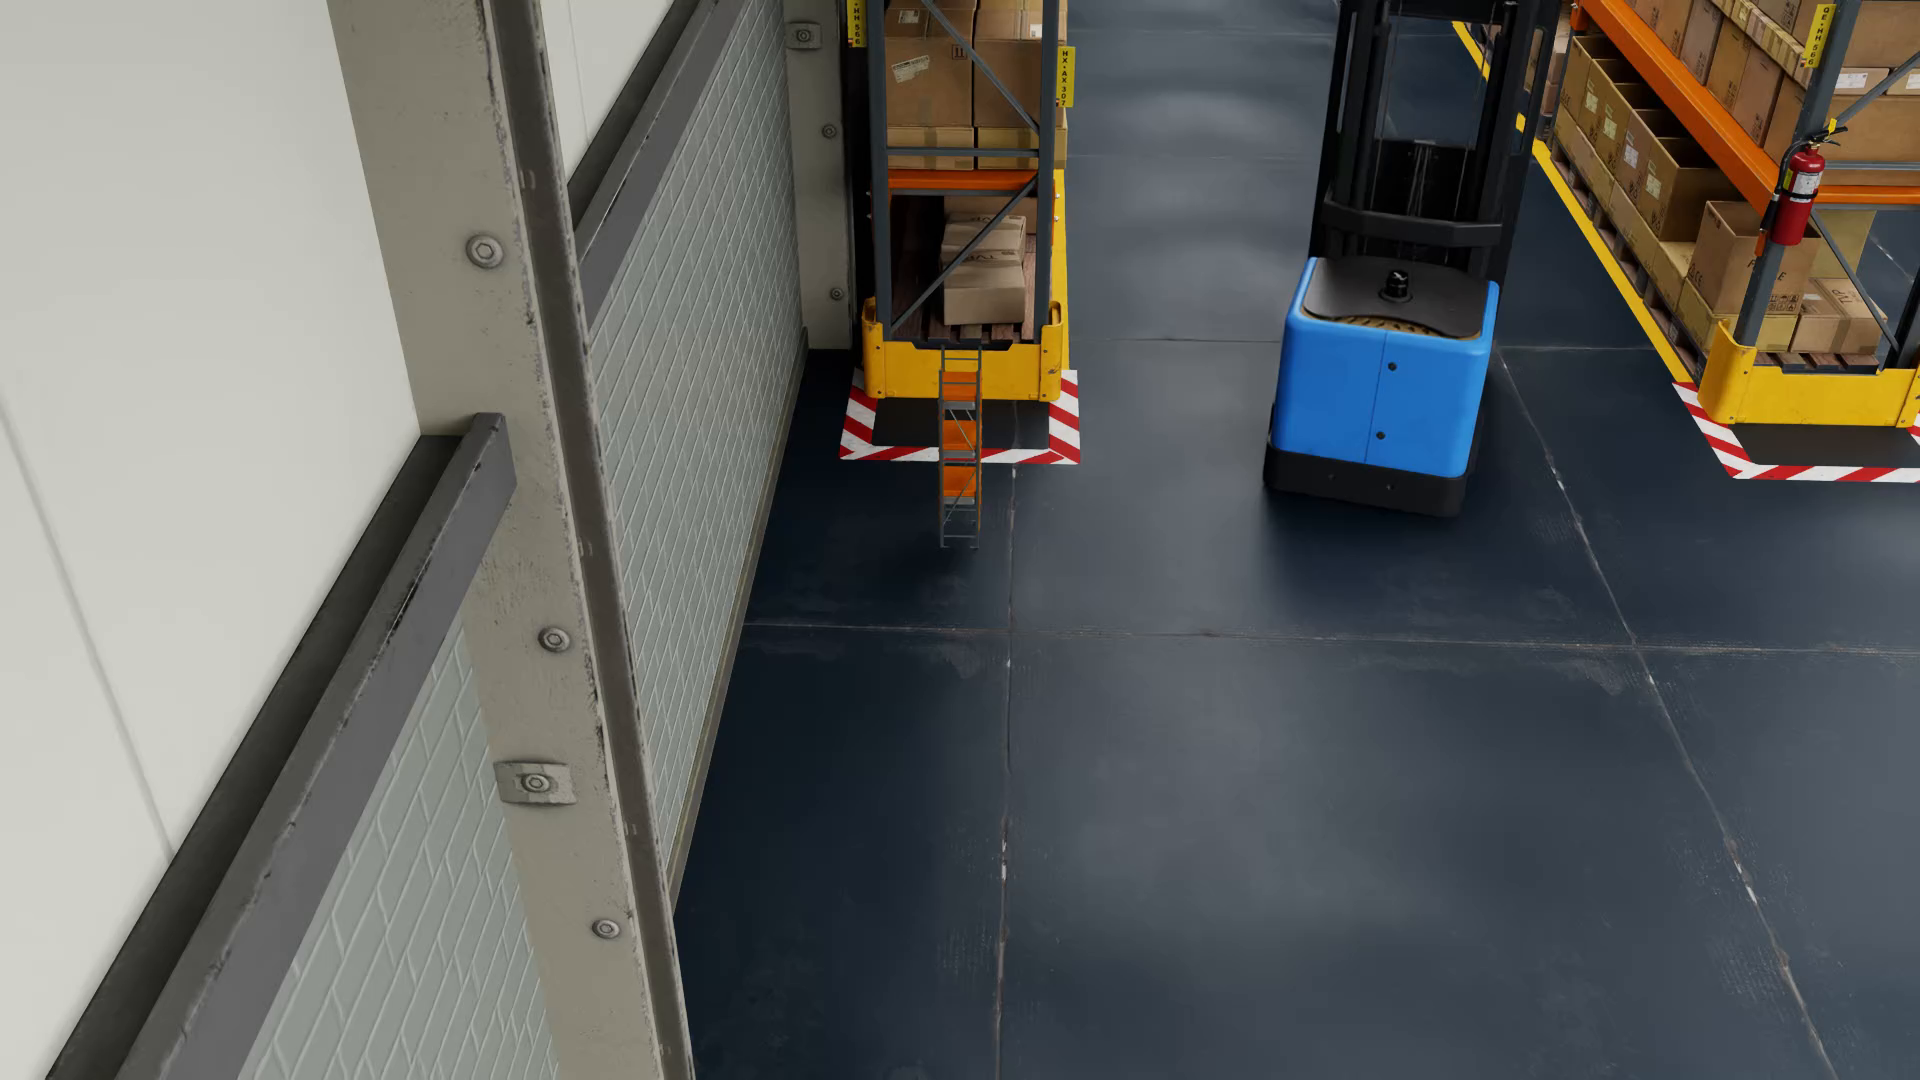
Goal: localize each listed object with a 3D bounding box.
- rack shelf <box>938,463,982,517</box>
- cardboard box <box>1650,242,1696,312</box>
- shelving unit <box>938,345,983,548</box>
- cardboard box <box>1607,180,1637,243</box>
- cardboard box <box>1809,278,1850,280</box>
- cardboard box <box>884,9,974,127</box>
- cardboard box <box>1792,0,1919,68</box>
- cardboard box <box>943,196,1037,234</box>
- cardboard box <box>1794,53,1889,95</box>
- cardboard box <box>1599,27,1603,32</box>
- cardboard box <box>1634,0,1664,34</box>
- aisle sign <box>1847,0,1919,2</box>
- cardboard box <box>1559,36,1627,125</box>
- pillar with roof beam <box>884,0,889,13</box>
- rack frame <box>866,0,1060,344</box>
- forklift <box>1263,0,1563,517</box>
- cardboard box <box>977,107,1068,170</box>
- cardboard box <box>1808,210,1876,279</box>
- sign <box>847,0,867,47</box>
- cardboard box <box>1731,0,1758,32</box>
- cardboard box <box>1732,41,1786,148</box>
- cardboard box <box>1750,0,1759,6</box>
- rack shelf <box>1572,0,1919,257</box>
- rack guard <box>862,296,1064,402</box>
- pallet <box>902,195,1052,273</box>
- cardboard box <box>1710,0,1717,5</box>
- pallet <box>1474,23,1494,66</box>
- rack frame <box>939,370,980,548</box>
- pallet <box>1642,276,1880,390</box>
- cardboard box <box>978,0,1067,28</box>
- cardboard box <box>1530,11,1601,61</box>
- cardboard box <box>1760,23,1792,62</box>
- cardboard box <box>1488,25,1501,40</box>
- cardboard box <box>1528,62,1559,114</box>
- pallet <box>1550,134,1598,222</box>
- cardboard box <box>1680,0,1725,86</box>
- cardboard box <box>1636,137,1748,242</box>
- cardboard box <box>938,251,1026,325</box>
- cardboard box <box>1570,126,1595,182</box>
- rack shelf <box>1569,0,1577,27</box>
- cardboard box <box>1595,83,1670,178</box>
[{"bbox_3d":[0.002,-0.224,8.603,0.215,0.259,0.240,1,35,2],"label":"rack shelf"},{"bbox_3d":[4.698,-1.653,10.465,0.500,0.250,0.500,1,35,2],"label":"cardboard box"},{"bbox_3d":[0.002,-0.460,8.438,0.215,1.050,0.252,1,35,2],"label":"shelving unit"},{"bbox_3d":[4.739,-2.227,11.282,0.500,0.250,0.500,1,35,2],"label":"cardboard box"},{"bbox_3d":[5.224,-1.641,10.447,0.500,0.250,0.500,1,35,2],"label":"cardboard box"},{"bbox_3d":[-0.179,-2.645,9.311,0.500,0.500,0.500,1,35,1],"label":"cardboard box"},{"bbox_3d":[4.998,-2.873,8.960,0.700,0.500,0.500,1,35,2],"label":"cardboard box"},{"bbox_3d":[0.234,-2.416,11.316,0.700,0.500,0.500,-1,35,-1],"label":"cardboard box"},{"bbox_3d":[4.789,-2.534,9.041,0.380,0.149,0.250,1,35,1],"label":"cardboard box"},{"bbox_3d":[5.416,-4.097,13.455,0.500,0.311,0.500,1,35,1],"label":"cardboard box"},{"bbox_3d":[5.098,-3.784,11.385,0.700,0.500,0.500,1,35,1],"label":"cardboard box"},{"bbox_3d":[4.668,-3.036,8.146,0.394,0.787,0.004,1,35,2],"label":"aisle sign"},{"bbox_3d":[4.793,-3.396,12.293,0.500,0.500,0.500,1,35,2],"label":"cardboard box"},{"bbox_3d":[3.721,-8.340,12.737,9.100,9.000,0.400,1,35,2],"label":"pillar with roof beam"},{"bbox_3d":[0.014,-2.116,9.097,1.000,3.000,0.127,1,35,2],"label":"rack frame"},{"bbox_3d":[2.588,-2.164,9.226,1.130,2.935,3.031,11,36,15],"label":"forklift"},{"bbox_3d":[0.351,-2.336,9.523,0.500,0.250,0.500,0,35,1],"label":"cardboard box"},{"bbox_3d":[5.226,-1.947,10.232,0.500,0.500,0.500,1,35,2],"label":"cardboard box"},{"bbox_3d":[-0.540,-2.743,8.708,0.100,0.325,0.005,1,35,2],"label":"sign"},{"bbox_3d":[4.831,-3.126,9.884,0.380,0.149,0.250,2,35,3],"label":"cardboard box"},{"bbox_3d":[5.012,-2.614,9.720,0.700,0.500,0.500,2,35,3],"label":"cardboard box"},{"bbox_3d":[5.033,-3.465,9.803,0.700,0.500,0.500,1,35,2],"label":"cardboard box"},{"bbox_3d":[5.044,-2.858,10.780,1.077,0.370,4.000,1,35,2],"label":"rack shelf"},{"bbox_3d":[0.017,-1.137,9.878,1.175,0.500,0.348,1,35,2],"label":"rack guard"},{"bbox_3d":[0.137,-2.184,11.619,1.003,0.211,1.213,1,35,2],"label":"pallet"},{"bbox_3d":[4.849,-3.425,10.309,0.380,0.149,0.250,1,35,1],"label":"cardboard box"},{"bbox_3d":[5.162,-4.288,14.613,1.003,0.211,1.213,1,35,2],"label":"pallet"},{"bbox_3d":[-0.003,-0.390,8.338,0.200,1.050,0.008,1,35,2],"label":"rack frame"},{"bbox_3d":[4.953,-1.303,10.366,1.003,0.211,1.213,1,35,2],"label":"pallet"},{"bbox_3d":[0.364,-2.920,9.703,0.500,0.500,0.500,1,35,2],"label":"cardboard box"},{"bbox_3d":[4.869,-4.116,13.482,0.500,0.311,0.500,2,35,3],"label":"cardboard box"},{"bbox_3d":[4.808,-2.831,9.464,0.380,0.149,0.250,1,35,1],"label":"cardboard box"},{"bbox_3d":[4.916,-4.470,14.474,0.500,0.250,0.500,2,35,3],"label":"cardboard box"},{"bbox_3d":[4.852,-3.593,13.226,0.500,0.250,0.500,1,35,1],"label":"cardboard box"},{"bbox_3d":[5.051,-2.705,12.361,1.003,0.211,1.213,1,35,2],"label":"pallet"},{"bbox_3d":[5.055,-3.202,10.556,0.700,0.500,0.500,2,35,3],"label":"cardboard box"},{"bbox_3d":[4.714,-2.247,10.658,0.500,0.500,0.500,1,35,2],"label":"cardboard box"},{"bbox_3d":[0.132,-1.591,10.307,0.500,0.311,0.500,-2,35,-3],"label":"cardboard box"},{"bbox_3d":[4.778,-2.802,12.100,0.500,0.250,0.500,1,35,2],"label":"cardboard box"},{"bbox_3d":[5.205,-5.156,14.049,1.077,0.370,4.000,1,35,2],"label":"rack shelf"},{"bbox_3d":[4.753,-2.821,11.476,0.500,0.500,0.500,1,35,2],"label":"cardboard box"}]
